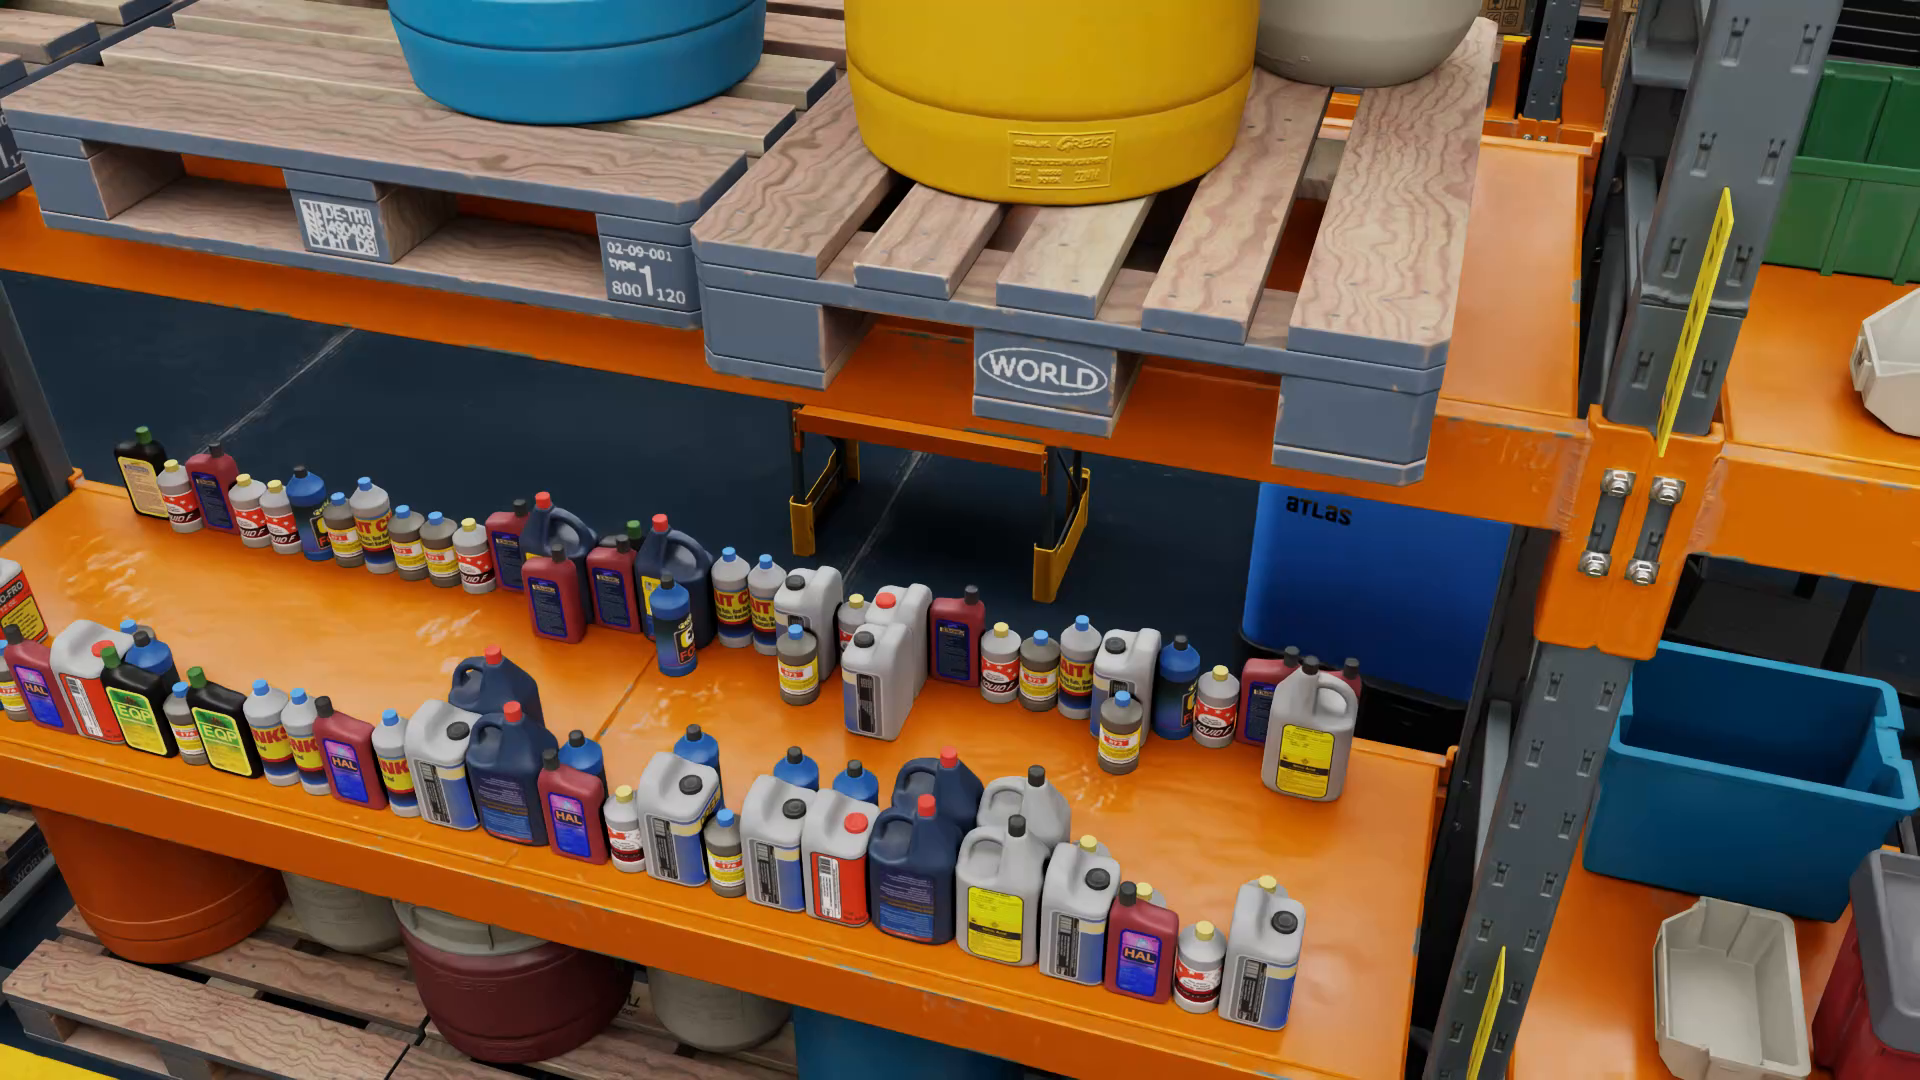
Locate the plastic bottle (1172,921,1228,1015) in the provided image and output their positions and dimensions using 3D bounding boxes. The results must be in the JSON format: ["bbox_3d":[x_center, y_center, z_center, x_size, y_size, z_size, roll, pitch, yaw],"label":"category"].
[{"bbox_3d":[0.472,0.827,3.263,0.097,0.201,0.097,0,36,0],"label":"plastic bottle"}]

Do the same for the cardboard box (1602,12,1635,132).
[{"bbox_3d":[2.949,-1.959,6.796,0.500,0.500,0.500,11,38,15],"label":"cardboard box"}]

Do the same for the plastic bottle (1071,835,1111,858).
[{"bbox_3d":[0.262,0.694,3.444,0.097,0.201,0.097,0,36,0],"label":"plastic bottle"}]

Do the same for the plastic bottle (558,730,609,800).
[{"bbox_3d":[-0.817,0.523,3.618,0.097,0.271,0.097,0,36,0],"label":"plastic bottle"}]

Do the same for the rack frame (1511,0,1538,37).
[{"bbox_3d":[4.018,-4.966,10.967,0.127,3.000,1.000,10,38,14],"label":"rack frame"}]

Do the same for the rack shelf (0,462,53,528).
[{"bbox_3d":[-4.664,-0.132,5.005,4.000,0.370,1.077,10,38,14],"label":"rack shelf"}]

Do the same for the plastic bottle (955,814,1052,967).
[{"bbox_3d":[0.088,0.682,3.335,0.185,0.351,0.144,10,38,14],"label":"plastic bottle"}]

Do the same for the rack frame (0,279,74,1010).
[{"bbox_3d":[-2.755,-0.068,4.312,0.127,3.000,1.000,10,38,14],"label":"rack frame"}]

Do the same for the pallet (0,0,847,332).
[{"bbox_3d":[-0.797,-0.775,2.901,1.213,0.211,1.003,10,38,14],"label":"pallet"}]

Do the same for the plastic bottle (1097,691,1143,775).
[{"bbox_3d":[0.366,0.431,3.802,0.097,0.201,0.097,0,36,0],"label":"plastic bottle"}]

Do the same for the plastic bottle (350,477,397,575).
[{"bbox_3d":[-1.545,-0.046,4.390,0.097,0.271,0.097,0,36,0],"label":"plastic bottle"}]

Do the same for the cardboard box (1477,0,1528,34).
[{"bbox_3d":[2.158,-2.582,7.290,0.500,0.500,0.700,-1,36,-2],"label":"cardboard box"}]

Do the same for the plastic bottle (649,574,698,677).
[{"bbox_3d":[-0.701,0.200,4.056,0.097,0.271,0.097,0,36,0],"label":"plastic bottle"}]

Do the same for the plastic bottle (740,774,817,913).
[{"bbox_3d":[-0.368,0.625,3.475,0.135,0.276,0.152,10,38,14],"label":"plastic bottle"}]

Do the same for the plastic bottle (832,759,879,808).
[{"bbox_3d":[-0.220,0.577,3.545,0.097,0.271,0.097,0,36,0],"label":"plastic bottle"}]

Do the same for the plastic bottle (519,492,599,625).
[{"bbox_3d":[-1.011,0.036,4.212,0.185,0.351,0.144,10,38,14],"label":"plastic bottle"}]

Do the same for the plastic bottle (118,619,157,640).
[{"bbox_3d":[-1.977,0.279,4.007,0.097,0.201,0.097,0,36,0],"label":"plastic bottle"}]

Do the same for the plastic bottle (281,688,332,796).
[{"bbox_3d":[-1.453,0.443,3.727,0.097,0.271,0.097,0,36,0],"label":"plastic bottle"}]

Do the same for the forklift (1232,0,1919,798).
[{"bbox_3d":[2.531,-0.493,4.948,3.031,2.935,1.130,15,39,20],"label":"forklift"}]

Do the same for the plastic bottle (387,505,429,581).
[{"bbox_3d":[-1.452,0.000,4.387,0.097,0.201,0.097,0,36,0],"label":"plastic bottle"}]

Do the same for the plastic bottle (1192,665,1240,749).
[{"bbox_3d":[0.598,0.379,3.872,0.097,0.201,0.097,0,36,0],"label":"plastic bottle"}]

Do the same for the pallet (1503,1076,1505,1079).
[{"bbox_3d":[1.777,1.870,4.031,1.213,0.211,1.003,10,38,14],"label":"pallet"}]

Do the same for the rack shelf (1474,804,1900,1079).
[{"bbox_3d":[2.972,1.282,3.084,4.000,0.370,1.077,10,38,14],"label":"rack shelf"}]

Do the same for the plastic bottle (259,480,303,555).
[{"bbox_3d":[-1.823,-0.069,4.481,0.097,0.201,0.097,0,36,0],"label":"plastic bottle"}]

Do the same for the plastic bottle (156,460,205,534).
[{"bbox_3d":[-2.137,-0.127,4.560,0.097,0.201,0.097,0,36,0],"label":"plastic bottle"}]

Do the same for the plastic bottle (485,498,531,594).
[{"bbox_3d":[-1.150,0.011,4.303,0.133,0.283,0.061,10,38,14],"label":"plastic bottle"}]

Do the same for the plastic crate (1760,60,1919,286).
[{"bbox_3d":[1.558,-0.580,2.655,0.662,0.188,0.450,10,38,14],"label":"plastic crate"}]

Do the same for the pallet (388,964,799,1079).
[{"bbox_3d":[-0.829,1.388,4.686,1.213,0.211,1.003,10,38,14],"label":"pallet"}]

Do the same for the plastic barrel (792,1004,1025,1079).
[{"bbox_3d":[-0.127,1.084,4.162,0.708,0.901,0.600,10,38,14],"label":"plastic barrel"}]

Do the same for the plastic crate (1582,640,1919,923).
[{"bbox_3d":[1.611,0.511,3.488,0.575,0.384,0.392,10,38,14],"label":"plastic crate"}]

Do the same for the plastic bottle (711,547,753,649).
[{"bbox_3d":[-0.565,0.136,4.144,0.097,0.271,0.097,0,36,0],"label":"plastic bottle"}]

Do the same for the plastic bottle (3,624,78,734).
[{"bbox_3d":[-2.138,0.322,3.880,0.133,0.283,0.061,10,38,14],"label":"plastic bottle"}]

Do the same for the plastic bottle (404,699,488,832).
[{"bbox_3d":[-1.114,0.487,3.663,0.135,0.276,0.152,10,38,14],"label":"plastic bottle"}]

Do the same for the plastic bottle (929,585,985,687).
[{"bbox_3d":[-0.007,0.223,4.015,0.133,0.283,0.061,10,38,14],"label":"plastic bottle"}]

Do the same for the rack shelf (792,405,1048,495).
[{"bbox_3d":[-0.081,-0.474,6.433,1.000,0.185,0.538,10,38,14],"label":"rack shelf"}]

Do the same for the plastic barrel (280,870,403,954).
[{"bbox_3d":[-1.717,0.891,4.753,0.421,0.512,0.421,0,36,0],"label":"plastic barrel"}]

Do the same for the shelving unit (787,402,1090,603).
[{"bbox_3d":[-0.073,-0.618,6.324,1.083,1.500,0.587,10,38,14],"label":"shelving unit"}]

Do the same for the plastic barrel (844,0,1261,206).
[{"bbox_3d":[0.132,-0.860,2.345,0.600,0.588,0.600,0,36,0],"label":"plastic barrel"}]

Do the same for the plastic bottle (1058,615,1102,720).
[{"bbox_3d":[0.283,0.293,3.930,0.097,0.271,0.097,0,36,0],"label":"plastic bottle"}]

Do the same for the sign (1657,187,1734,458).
[{"bbox_3d":[0.898,-0.262,2.037,0.005,0.325,0.100,10,38,14],"label":"sign"}]

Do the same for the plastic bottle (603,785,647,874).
[{"bbox_3d":[-0.708,0.609,3.560,0.097,0.201,0.097,0,36,0],"label":"plastic bottle"}]

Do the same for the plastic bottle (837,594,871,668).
[{"bbox_3d":[-0.251,0.222,4.085,0.097,0.201,0.097,0,36,0],"label":"plastic bottle"}]

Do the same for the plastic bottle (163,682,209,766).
[{"bbox_3d":[-1.767,0.413,3.826,0.097,0.201,0.097,0,36,0],"label":"plastic bottle"}]
